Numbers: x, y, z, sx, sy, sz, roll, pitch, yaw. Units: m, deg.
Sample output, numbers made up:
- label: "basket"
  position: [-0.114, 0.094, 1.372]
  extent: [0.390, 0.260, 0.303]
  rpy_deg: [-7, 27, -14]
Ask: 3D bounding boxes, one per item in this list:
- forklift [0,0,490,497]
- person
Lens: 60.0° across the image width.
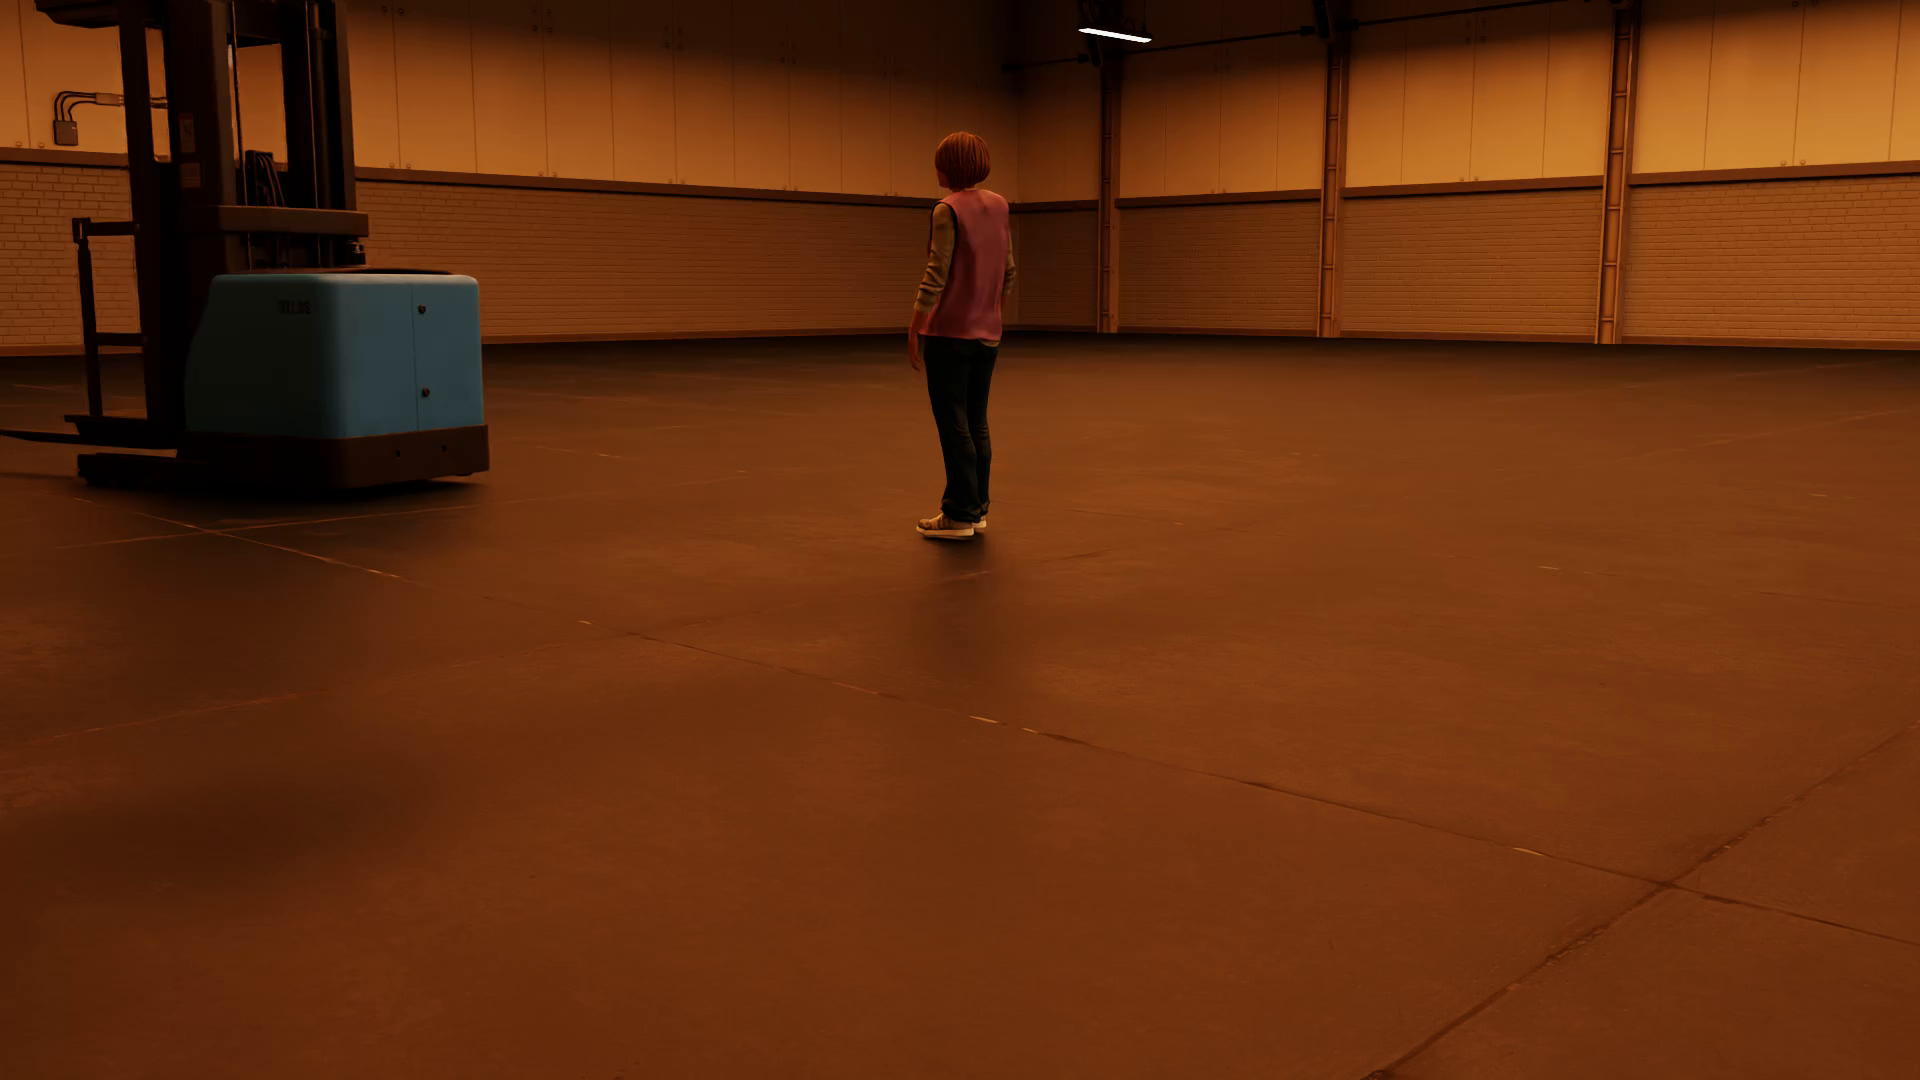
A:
- label: "forklift"
  position: [-3.989, -1.784, 8.724]
  extent: [3.031, 2.935, 1.130]
  rpy_deg: [5, 10, 28]
- label: "person"
  position: [-0.043, -0.806, 6.658]
  extent: [0.476, 1.597, 0.520]
  rpy_deg: [8, 12, 43]
